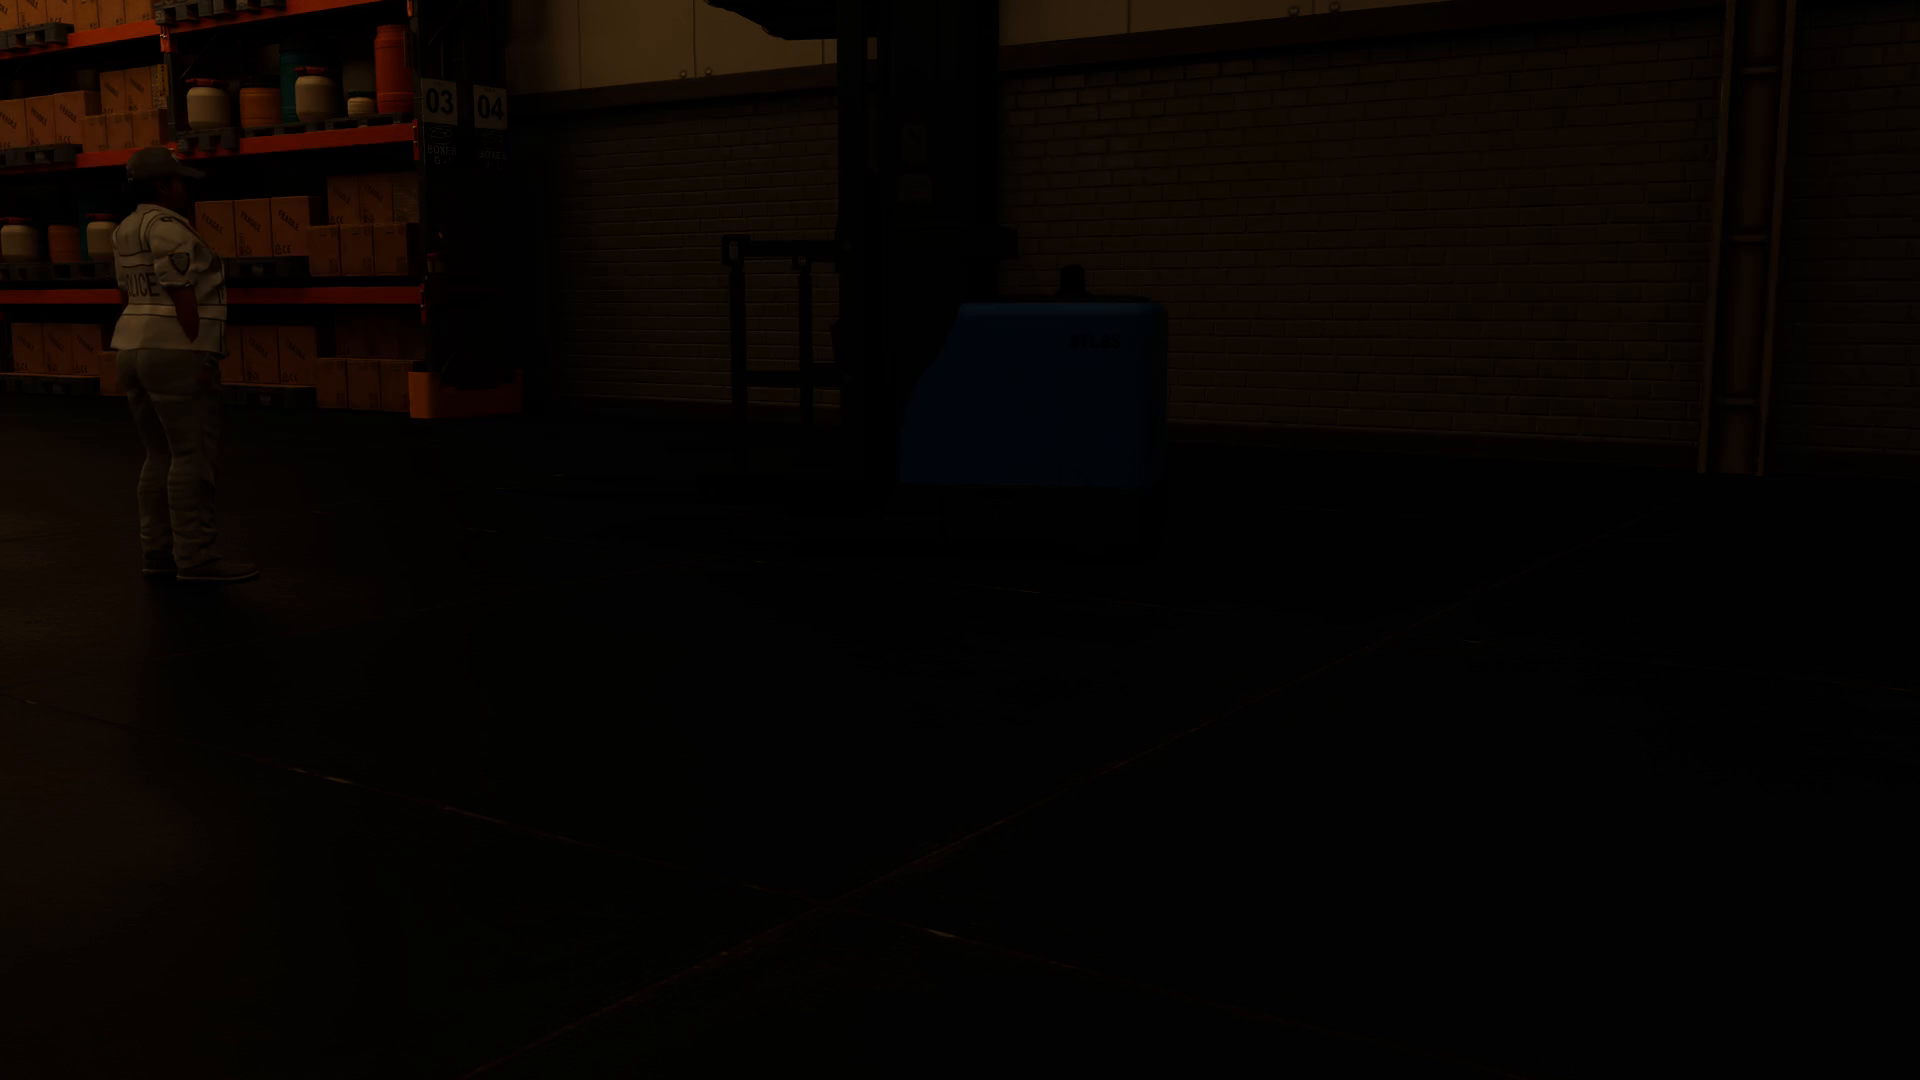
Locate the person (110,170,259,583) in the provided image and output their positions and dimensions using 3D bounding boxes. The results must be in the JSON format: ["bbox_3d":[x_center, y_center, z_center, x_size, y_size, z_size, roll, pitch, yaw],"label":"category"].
[{"bbox_3d":[-3.042,-0.666,6.455,0.484,1.651,0.396,6,10,38],"label":"person"}]

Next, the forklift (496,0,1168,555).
[{"bbox_3d":[-0.596,-1.469,7.520,3.031,2.935,1.130,2,8,12],"label":"forklift"}]
